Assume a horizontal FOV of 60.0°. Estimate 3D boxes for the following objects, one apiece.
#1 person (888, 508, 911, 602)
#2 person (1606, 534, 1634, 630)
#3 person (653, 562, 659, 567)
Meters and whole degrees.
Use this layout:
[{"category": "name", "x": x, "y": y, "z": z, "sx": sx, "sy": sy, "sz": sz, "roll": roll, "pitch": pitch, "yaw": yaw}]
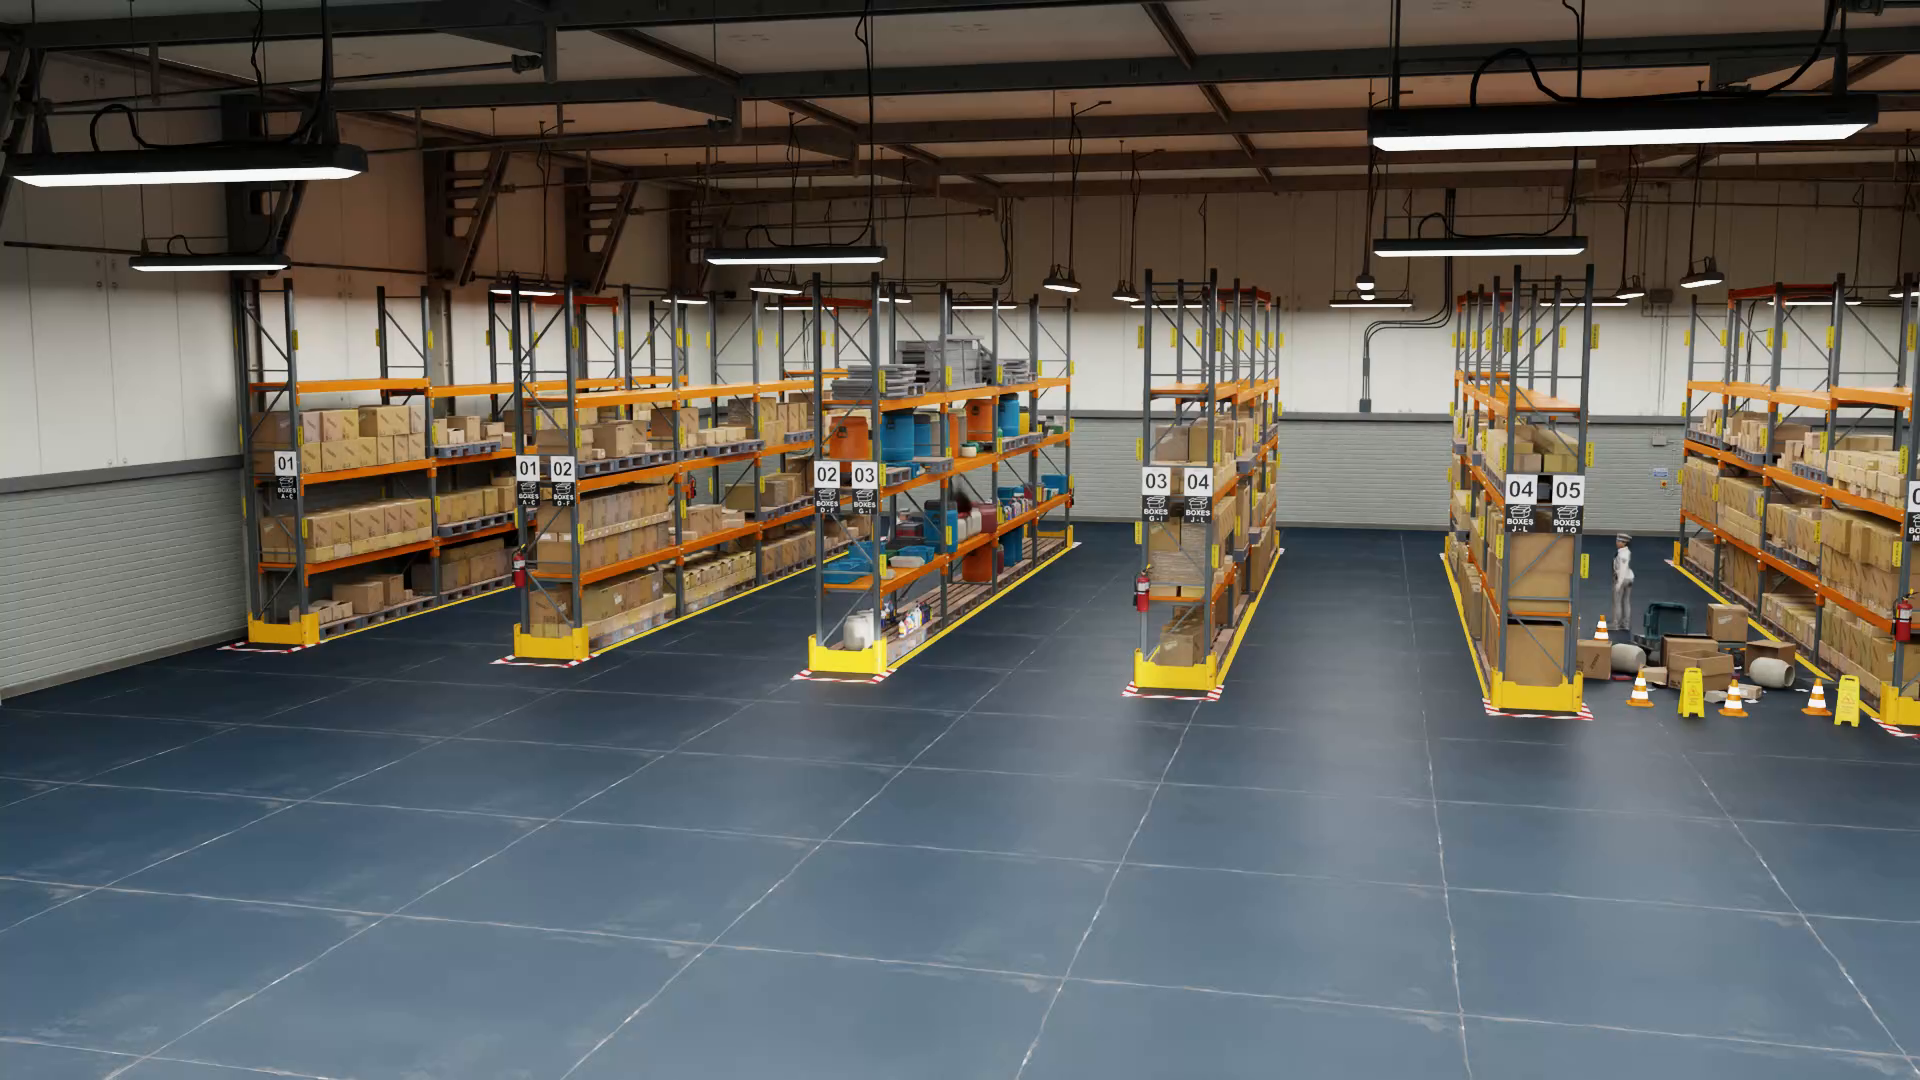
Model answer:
[{"category": "person", "x": -1.116, "y": 0.273, "z": 31.119, "sx": 0.587, "sy": 1.766, "sz": 0.413, "roll": -5, "pitch": 8, "yaw": -34}, {"category": "person", "x": 11.476, "y": 0.725, "z": 28.872, "sx": 0.531, "sy": 1.688, "sz": 0.392, "roll": -6, "pitch": 9, "yaw": -41}, {"category": "person", "x": -6.809, "y": -0.116, "z": 36.105, "sx": 0.597, "sy": 1.708, "sz": 0.722, "roll": 2, "pitch": 7, "yaw": 19}]
